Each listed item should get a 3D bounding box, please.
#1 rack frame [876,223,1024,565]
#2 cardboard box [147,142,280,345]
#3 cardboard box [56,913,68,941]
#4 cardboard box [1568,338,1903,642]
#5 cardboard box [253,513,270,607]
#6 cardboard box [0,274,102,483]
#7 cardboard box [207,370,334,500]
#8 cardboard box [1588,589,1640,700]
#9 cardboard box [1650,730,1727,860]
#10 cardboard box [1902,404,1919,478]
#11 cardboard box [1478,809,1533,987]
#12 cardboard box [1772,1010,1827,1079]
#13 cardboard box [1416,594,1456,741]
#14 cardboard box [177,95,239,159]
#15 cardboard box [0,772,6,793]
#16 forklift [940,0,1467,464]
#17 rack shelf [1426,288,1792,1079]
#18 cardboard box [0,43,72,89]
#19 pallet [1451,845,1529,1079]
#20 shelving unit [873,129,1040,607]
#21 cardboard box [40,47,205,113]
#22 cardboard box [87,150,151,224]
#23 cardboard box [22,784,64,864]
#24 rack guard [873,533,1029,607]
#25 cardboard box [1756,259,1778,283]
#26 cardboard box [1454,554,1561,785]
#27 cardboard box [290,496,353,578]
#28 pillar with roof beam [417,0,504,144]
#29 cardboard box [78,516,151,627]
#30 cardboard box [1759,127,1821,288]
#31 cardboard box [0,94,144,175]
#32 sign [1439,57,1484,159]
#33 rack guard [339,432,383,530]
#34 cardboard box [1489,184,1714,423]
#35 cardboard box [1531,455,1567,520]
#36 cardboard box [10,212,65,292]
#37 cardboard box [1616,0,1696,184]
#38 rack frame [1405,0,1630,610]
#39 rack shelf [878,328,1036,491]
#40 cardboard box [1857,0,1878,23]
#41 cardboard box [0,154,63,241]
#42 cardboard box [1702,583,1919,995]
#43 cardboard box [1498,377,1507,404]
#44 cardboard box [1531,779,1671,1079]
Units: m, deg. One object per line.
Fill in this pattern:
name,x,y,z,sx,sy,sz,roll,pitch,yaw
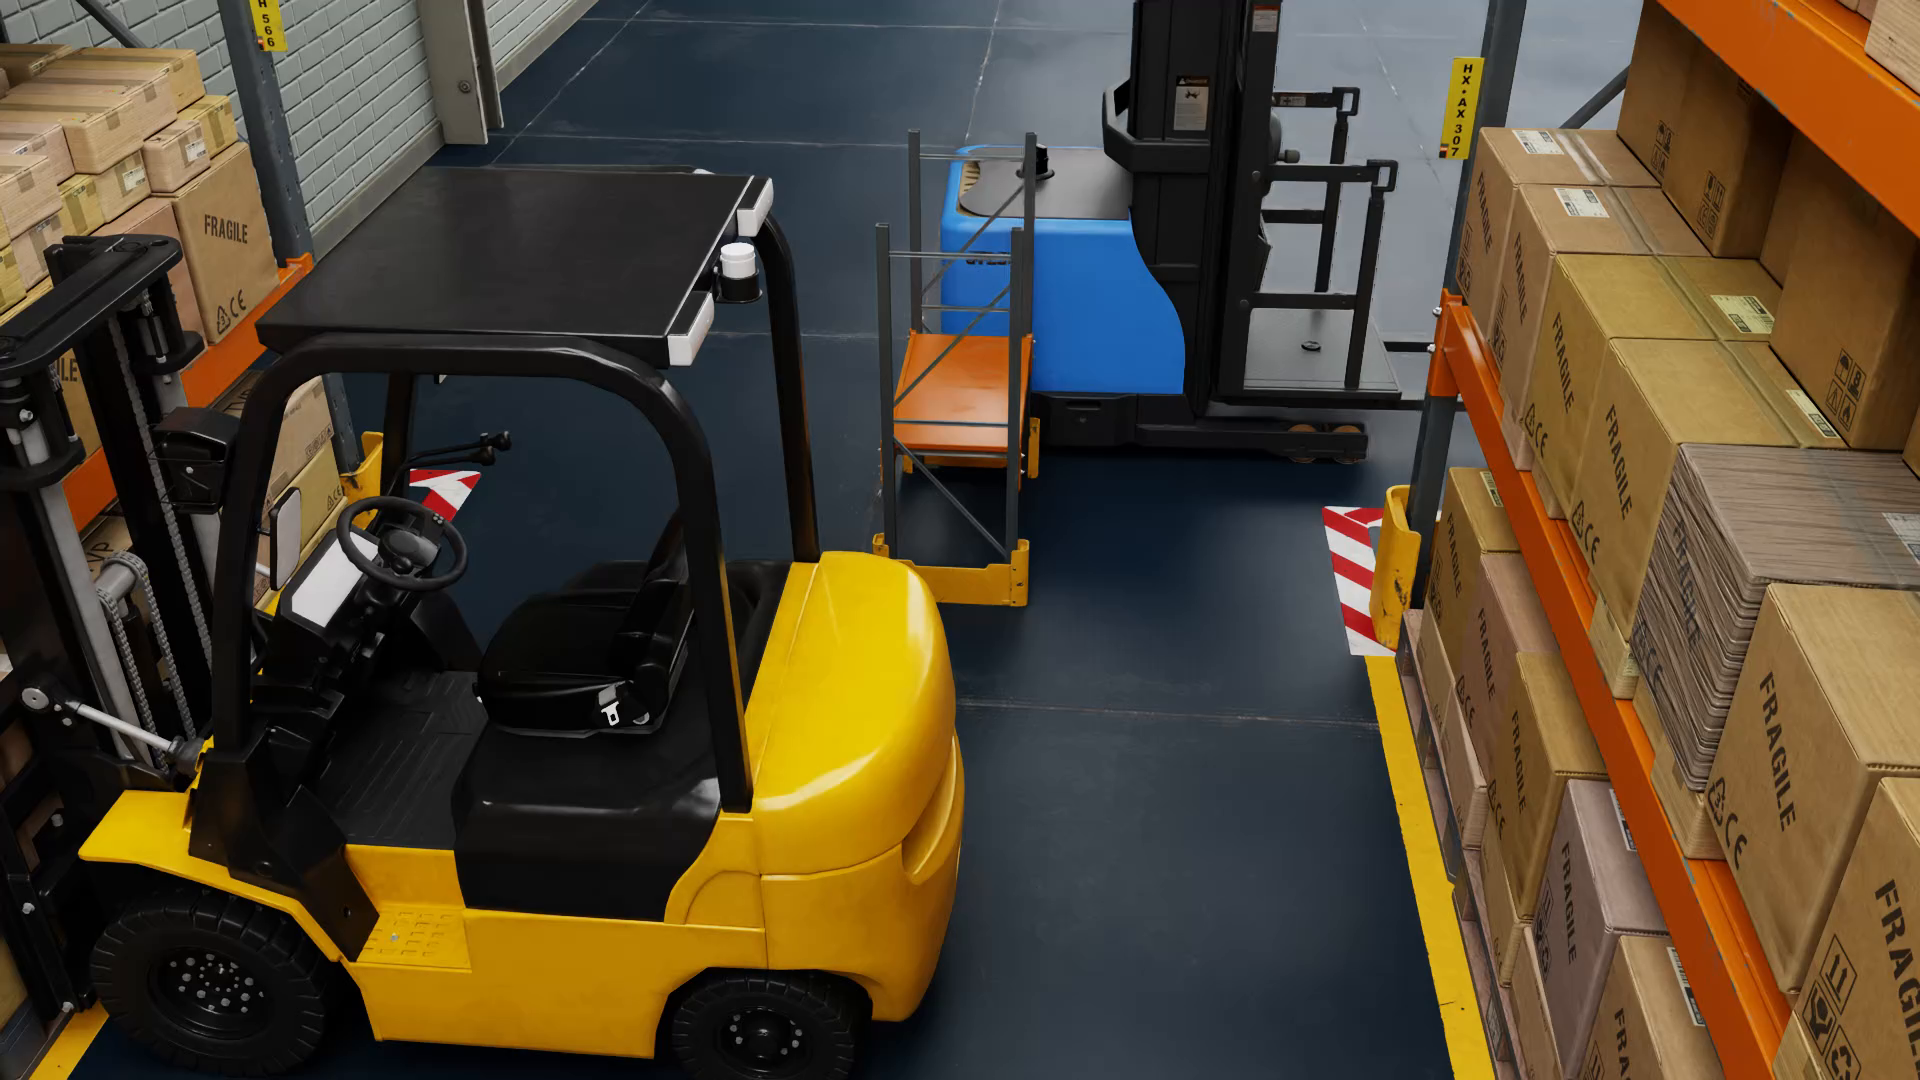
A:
rack frame,-0.034,-0.417,5.998,0.500,1.500,0.032,2,32,4
cardboard box,-2.587,-0.965,5.361,0.500,0.500,0.500,2,32,3
cardboard box,-2.651,0.854,4.726,0.500,0.250,0.500,3,32,6
cardboard box,1.712,-0.110,3.691,0.500,0.500,0.500,2,32,3
cardboard box,-2.588,0.118,5.444,0.500,0.250,0.500,2,32,4
cardboard box,-2.680,-0.426,4.487,0.500,0.500,0.500,2,32,3
cardboard box,-2.535,-0.371,5.760,0.500,0.250,0.500,3,32,6
cardboard box,1.651,0.237,3.746,0.380,0.149,0.250,3,32,4
cardboard box,1.615,0.505,3.310,0.380,0.149,0.250,2,32,3
cardboard box,2.197,-0.232,2.936,0.700,0.500,0.500,2,32,3
cardboard box,1.717,0.974,4.532,0.500,0.250,0.500,5,32,7
cardboard box,1.549,0.906,2.660,0.380,0.149,0.250,3,32,5
cardboard box,1.798,0.421,5.428,0.500,0.250,0.500,2,32,4
cardboard box,-2.557,-1.316,5.313,0.380,0.149,0.250,3,32,5
cardboard box,-2.701,0.700,4.023,0.500,0.250,0.500,3,32,6
forklift,1.440,-1.867,6.986,3.031,2.935,1.130,2,32,3
rack shelf,1.976,0.371,3.974,1.077,0.370,4.000,2,32,4
cardboard box,-3.049,-1.470,5.278,0.380,0.149,0.250,2,32,3
pallet,1.930,1.306,4.430,1.003,0.211,1.213,2,32,4
shelving unit,0.006,-0.678,6.421,0.587,1.500,1.083,2,32,4
cardboard box,-2.628,-1.440,5.230,0.380,0.149,0.250,3,32,4
cardboard box,-2.631,-1.048,4.878,0.380,0.149,0.250,3,32,5
cardboard box,-2.653,0.650,4.580,0.500,0.250,0.500,2,32,4
rack guard,-0.034,0.114,6.327,0.587,0.250,0.087,2,32,4
cardboard box,2.324,-0.593,4.474,0.500,0.500,0.500,3,32,4
cardboard box,1.758,0.388,4.767,0.500,0.500,0.500,1,32,2
cardboard box,-2.532,0.060,6.014,0.500,0.250,0.500,3,32,4
pillar with roof beam,1.016,-6.373,8.513,9.100,9.000,0.400,2,32,4
cardboard box,-2.602,0.161,4.897,0.500,0.250,0.500,3,32,5
cardboard box,2.327,-0.764,3.798,0.700,0.500,0.500,2,32,3
cardboard box,-2.611,-1.172,4.795,0.380,0.149,0.250,3,32,5
sign,1.598,-1.372,5.293,0.100,0.325,0.005,2,32,4
rack guard,-2.806,-0.139,6.499,1.175,0.500,0.348,2,32,4
cardboard box,1.785,-0.643,4.556,0.500,0.500,0.500,3,32,5
cardboard box,1.742,-0.170,4.406,0.380,0.149,0.250,3,32,5
cardboard box,-2.637,-0.777,4.439,0.380,0.149,0.250,1,32,2
cardboard box,2.315,-1.299,4.667,0.700,0.500,0.500,2,32,3
rack frame,2.139,-0.981,5.482,1.000,3.000,0.127,2,32,4
rack shelf,0.007,-0.530,6.523,0.538,0.185,1.000,2,32,4
cardboard box,1.738,-0.907,2.743,0.380,0.149,0.250,3,32,5
cardboard box,-2.616,-0.904,4.360,0.380,0.149,0.250,3,32,5
cardboard box,1.637,0.429,2.815,0.500,0.500,0.500,3,32,6
cardboard box,1.796,-0.437,4.840,0.380,0.149,0.250,1,32,2
cardboard box,1.674,0.930,3.888,0.500,0.500,0.500,4,32,7
